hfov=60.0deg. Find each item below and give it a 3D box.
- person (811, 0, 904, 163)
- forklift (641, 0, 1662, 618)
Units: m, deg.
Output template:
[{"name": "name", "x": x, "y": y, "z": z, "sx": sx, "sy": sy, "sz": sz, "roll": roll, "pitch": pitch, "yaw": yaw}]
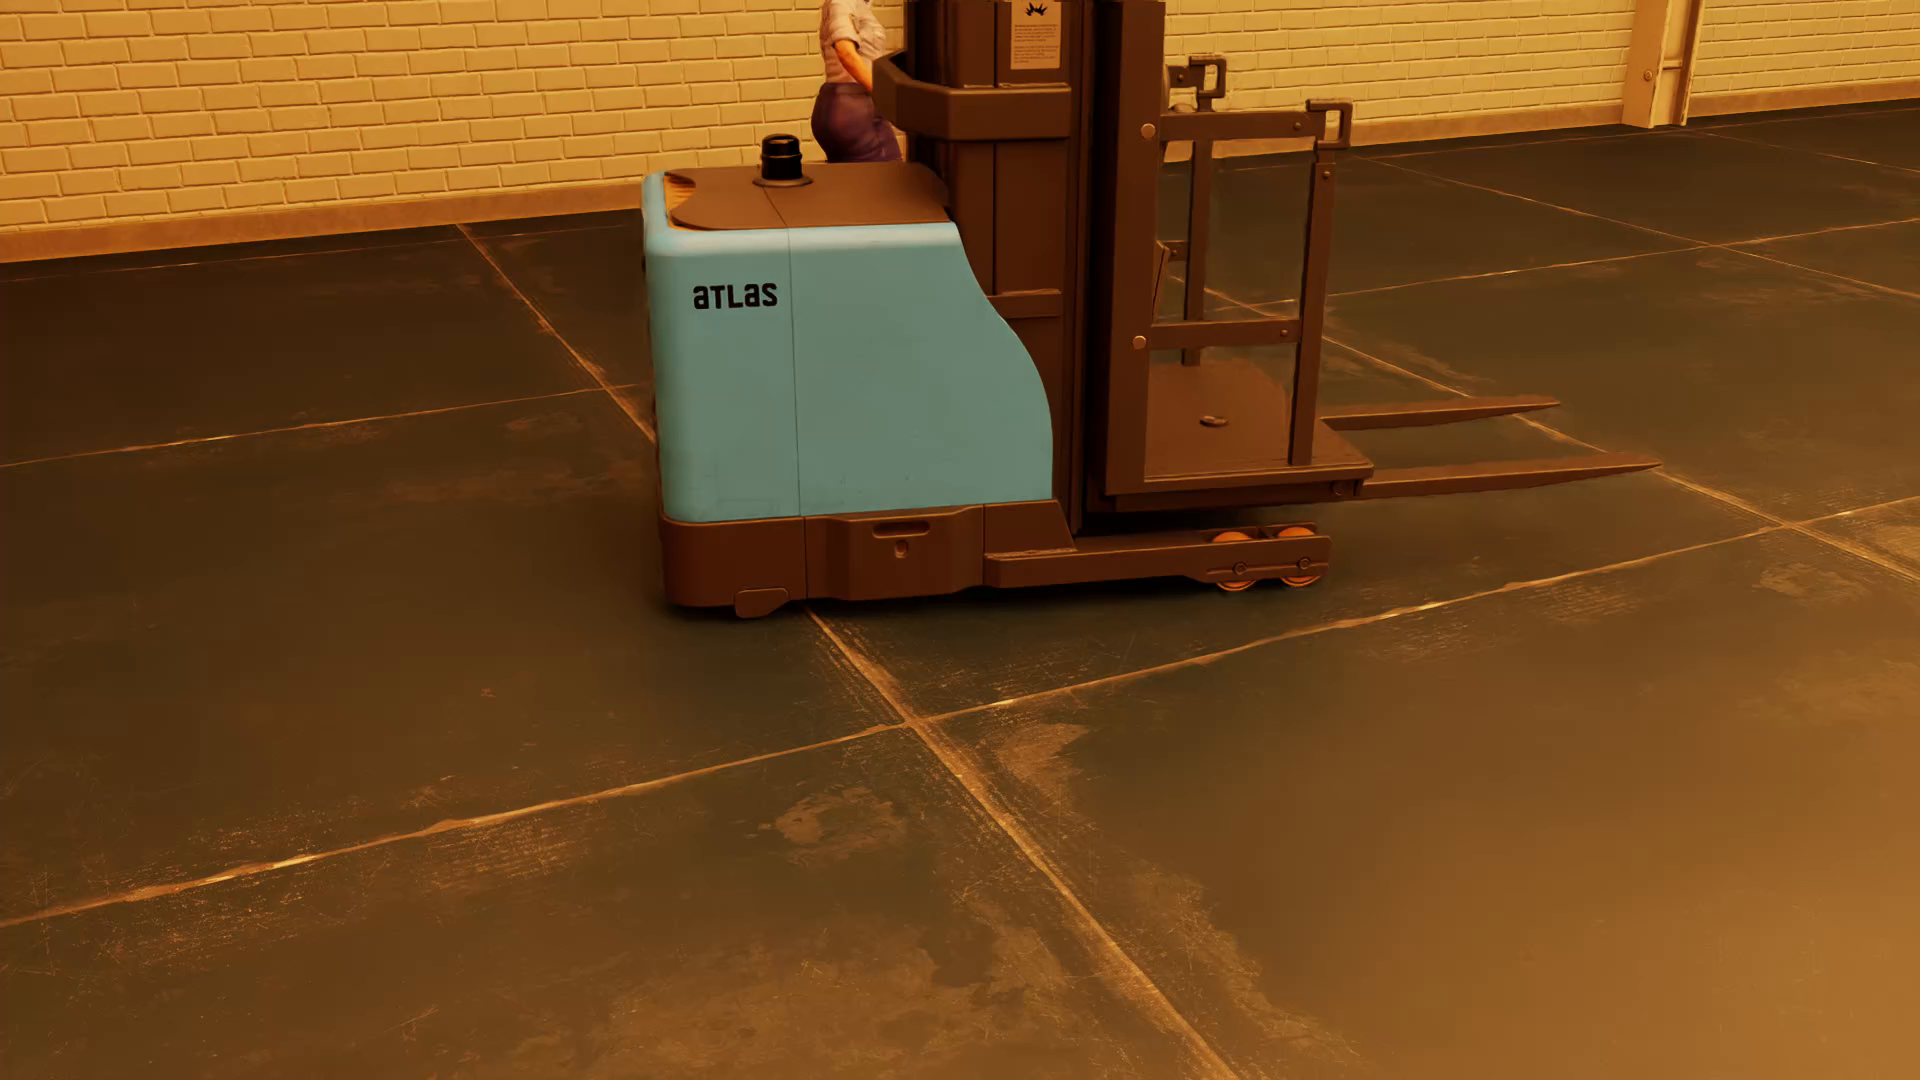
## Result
[{"name": "person", "x": -0.441, "y": -1.935, "z": 7.670, "sx": 0.487, "sy": 1.622, "sz": 0.677, "roll": -8, "pitch": 24, "yaw": -19}, {"name": "forklift", "x": 0.604, "y": -1.402, "z": 4.662, "sx": 3.031, "sy": 2.935, "sz": 1.130, "roll": -4, "pitch": 23, "yaw": -10}]
